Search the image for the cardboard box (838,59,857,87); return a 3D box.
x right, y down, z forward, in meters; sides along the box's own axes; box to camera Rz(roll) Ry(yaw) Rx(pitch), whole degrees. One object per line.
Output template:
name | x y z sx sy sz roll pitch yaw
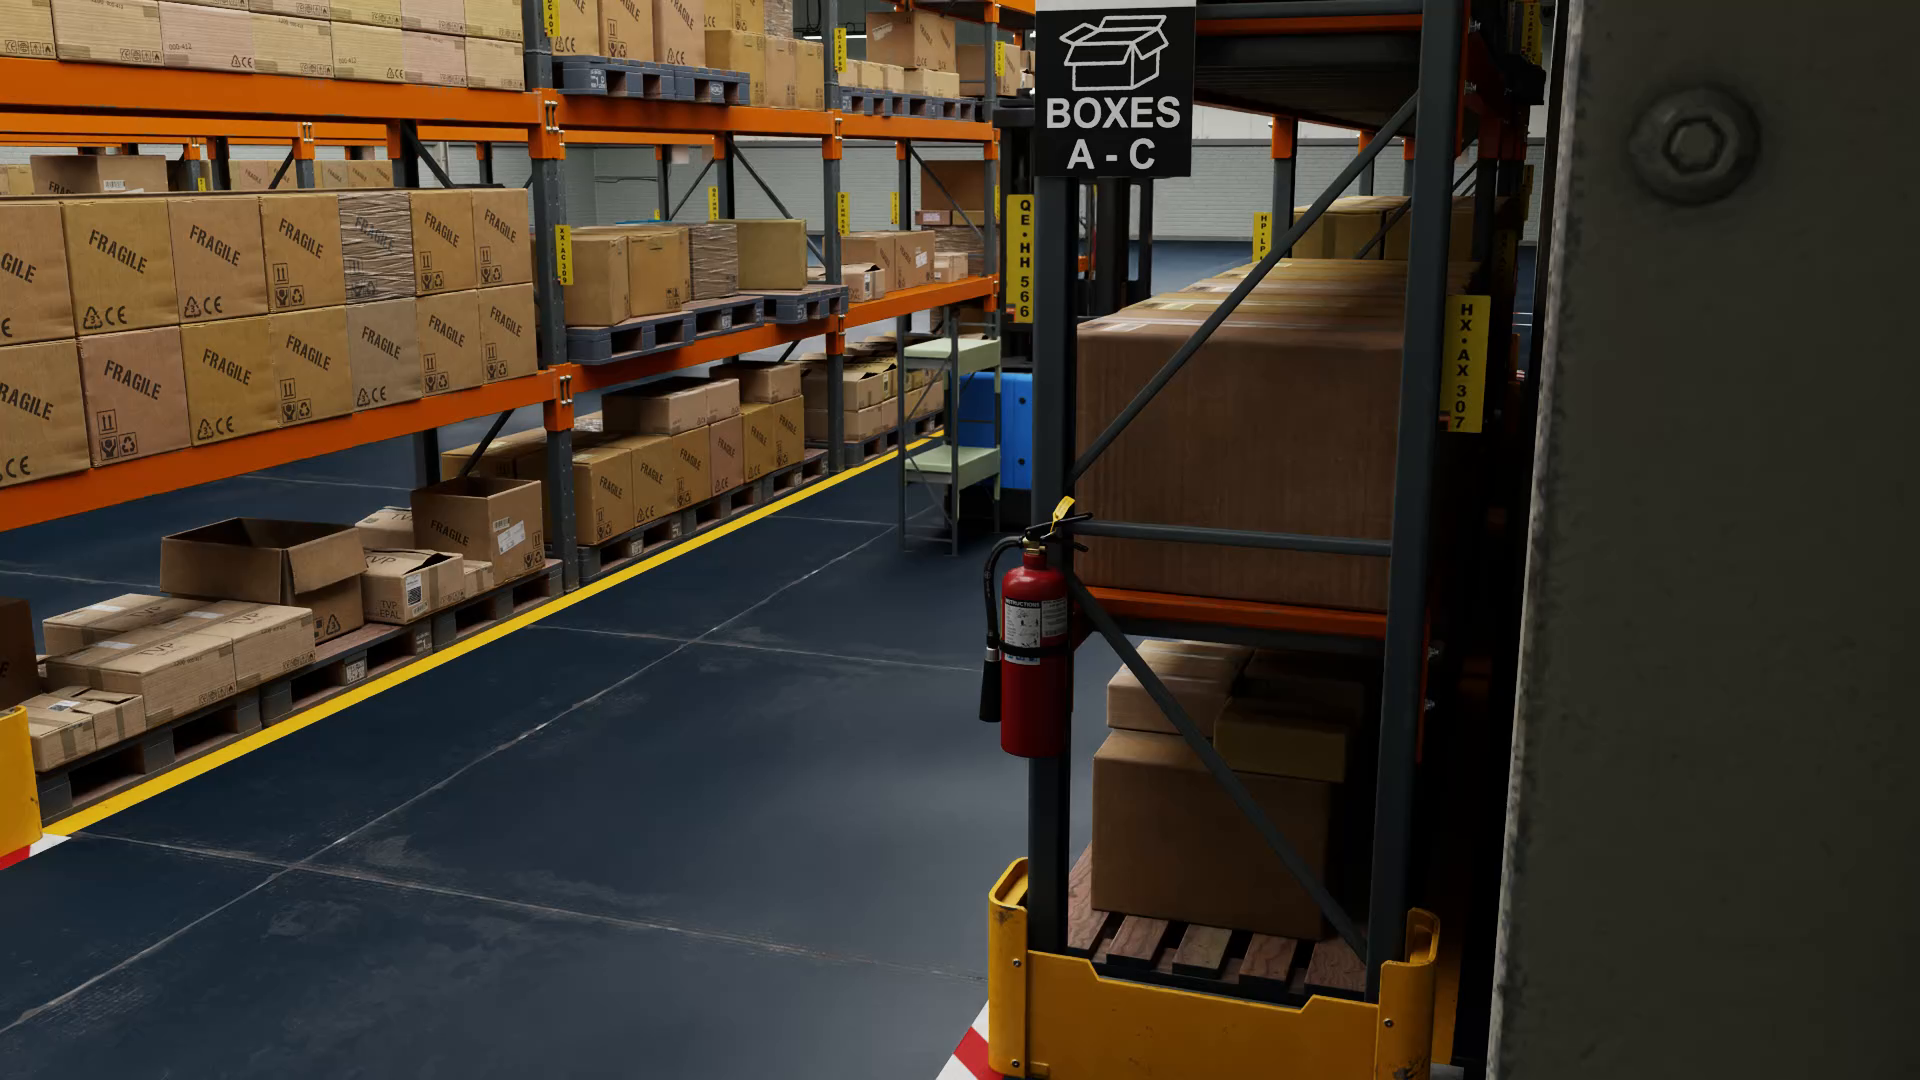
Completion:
cardboard box | -1.177 -3.845 13.745 0.500 0.250 0.500 5 14 20

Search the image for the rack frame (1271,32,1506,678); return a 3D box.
rack frame | 1.971 -0.842 7.934 1.000 3.000 0.127 4 14 18

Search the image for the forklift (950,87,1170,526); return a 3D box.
forklift | 0.928 -1.777 12.187 1.130 2.935 3.031 5 14 22

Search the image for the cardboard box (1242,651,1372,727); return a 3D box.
cardboard box | 1.121 0.478 5.370 0.380 0.149 0.250 4 14 19

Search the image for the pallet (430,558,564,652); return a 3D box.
pallet | -2.940 0.307 9.170 1.003 0.211 1.213 4 14 18

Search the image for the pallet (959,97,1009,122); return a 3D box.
pallet | 0.123 -4.483 17.344 1.003 0.211 1.213 4 14 18

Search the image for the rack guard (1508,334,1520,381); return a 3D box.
rack guard | 5.829 -2.134 19.212 1.175 0.500 0.348 4 14 18

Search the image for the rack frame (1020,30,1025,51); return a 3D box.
rack frame | 1.166 -6.649 19.896 1.000 3.000 0.127 4 14 18

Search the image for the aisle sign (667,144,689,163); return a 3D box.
aisle sign | -3.774 -5.385 21.999 0.394 0.787 0.004 4 14 18

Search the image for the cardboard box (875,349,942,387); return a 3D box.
cardboard box | -0.481 -1.593 15.202 0.500 0.311 0.500 4 14 18

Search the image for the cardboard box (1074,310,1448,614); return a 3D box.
cardboard box | 0.833 -0.254 4.684 0.980 0.700 0.700 5 14 21

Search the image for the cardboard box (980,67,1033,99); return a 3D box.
cardboard box | 0.459 -4.775 17.367 0.500 0.311 0.500 4 13 15

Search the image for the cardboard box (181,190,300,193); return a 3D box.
cardboard box | -3.469 -1.438 8.075 0.500 0.500 0.500 4 13 17

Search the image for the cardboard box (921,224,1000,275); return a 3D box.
cardboard box | 0.009 -3.024 17.273 0.700 0.500 0.500 4 13 17

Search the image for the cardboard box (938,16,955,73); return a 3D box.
cardboard box | -0.366 -4.714 15.869 0.500 0.500 0.500 5 14 19

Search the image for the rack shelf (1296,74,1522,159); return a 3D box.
rack shelf | 2.618 -2.374 9.525 1.077 0.370 4.000 4 14 18

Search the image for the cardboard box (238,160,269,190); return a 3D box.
cardboard box | -8.954 -4.459 20.643 0.500 0.500 0.500 4 14 18

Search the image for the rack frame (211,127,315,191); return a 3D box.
rack frame | -6.109 -2.397 14.749 1.000 3.000 0.127 4 14 18

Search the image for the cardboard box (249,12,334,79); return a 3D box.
cardboard box | -3.115 -2.150 7.262 0.500 0.250 0.500 4 14 18

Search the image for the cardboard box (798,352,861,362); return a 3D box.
cardboard box | -1.158 -1.521 14.887 0.500 0.311 0.500 4 14 18

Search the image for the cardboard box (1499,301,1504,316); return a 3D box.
cardboard box | 3.362 -1.769 11.059 0.500 0.500 0.500 4 14 19

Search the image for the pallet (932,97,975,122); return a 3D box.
pallet | -0.402 -4.064 15.743 0.805 0.209 1.217 4 13 16

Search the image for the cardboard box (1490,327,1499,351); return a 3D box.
cardboard box | 3.134 -1.265 10.308 0.380 0.149 0.250 4 13 17

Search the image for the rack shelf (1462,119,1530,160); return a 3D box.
rack shelf | 5.207 -4.059 16.905 1.077 0.370 4.000 4 14 18

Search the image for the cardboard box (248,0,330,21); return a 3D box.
cardboard box | -3.109 -2.393 7.205 0.500 0.250 0.500 4 14 18

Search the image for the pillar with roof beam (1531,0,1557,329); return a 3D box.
pillar with roof beam | 4.314 -7.657 24.311 9.100 9.000 0.400 4 14 18

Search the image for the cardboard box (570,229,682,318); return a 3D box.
cardboard box | -2.190 -1.684 10.456 0.700 0.500 0.500 7 15 27

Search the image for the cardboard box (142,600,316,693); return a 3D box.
cardboard box | -3.243 0.466 7.395 0.500 0.250 0.500 4 14 18

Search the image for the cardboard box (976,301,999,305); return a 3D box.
cardboard box | 0.472 -2.293 17.842 0.500 0.500 0.500 4 14 18

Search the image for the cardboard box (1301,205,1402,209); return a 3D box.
cardboard box | 2.055 -1.634 8.784 0.500 0.250 0.500 5 14 20

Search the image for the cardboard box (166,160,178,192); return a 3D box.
cardboard box | -9.616 -4.392 20.348 0.500 0.500 0.500 4 14 18

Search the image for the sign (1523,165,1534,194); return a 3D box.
sign | 6.373 -4.043 18.646 0.100 0.325 0.005 4 14 18

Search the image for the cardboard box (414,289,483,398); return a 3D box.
cardboard box | -2.801 -1.014 8.464 0.500 0.500 0.500 5 14 20

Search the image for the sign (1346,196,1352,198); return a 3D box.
sign | 2.749 -2.247 11.667 0.100 0.325 0.005 4 14 18

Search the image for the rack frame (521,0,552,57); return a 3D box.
rack frame | -2.717 -4.122 8.826 1.000 3.000 0.127 4 14 18

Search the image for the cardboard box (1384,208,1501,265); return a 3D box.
cardboard box | 2.367 -1.489 8.146 0.500 0.250 0.500 5 14 20

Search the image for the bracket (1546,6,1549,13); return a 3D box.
bracket | 14.849 -13.550 42.044 0.076 0.066 4.783 4 14 18

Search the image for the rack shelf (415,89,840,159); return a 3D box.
rack shelf | -2.070 -2.730 11.085 1.077 0.370 4.000 4 14 18

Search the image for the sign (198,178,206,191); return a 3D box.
sign | -8.975 -4.121 19.701 0.100 0.325 0.005 4 14 18

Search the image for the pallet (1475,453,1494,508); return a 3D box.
pallet | 3.520 -0.489 12.655 1.003 0.211 1.213 4 14 18

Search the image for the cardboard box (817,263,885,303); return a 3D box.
cardboard box | -0.950 -2.171 13.957 0.500 0.311 0.500 4 14 18

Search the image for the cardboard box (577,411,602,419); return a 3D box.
cardboard box | -2.336 -0.634 11.654 0.500 0.500 0.500 4 13 16

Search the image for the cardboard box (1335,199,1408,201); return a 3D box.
cardboard box | 2.544 -1.957 10.198 0.500 0.250 0.500 4 14 19

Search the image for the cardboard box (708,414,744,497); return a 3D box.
cardboard box | -1.835 -0.602 11.512 0.500 0.500 0.500 4 13 16

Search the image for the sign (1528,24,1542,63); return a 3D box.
sign | 5.086 -4.393 14.707 0.100 0.325 0.005 4 14 18

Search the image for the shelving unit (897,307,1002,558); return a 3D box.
shelving unit | -0.060 -0.712 10.735 0.431 1.500 0.755 5 14 22

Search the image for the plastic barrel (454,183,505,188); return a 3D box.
plastic barrel | -5.226 -3.424 18.123 0.600 0.901 0.708 4 14 18

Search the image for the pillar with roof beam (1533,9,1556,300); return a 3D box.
pillar with roof beam | 6.255 -8.920 29.846 9.100 9.000 0.400 4 14 18

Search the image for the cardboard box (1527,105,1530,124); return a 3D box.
cardboard box | 5.645 -4.570 17.259 0.500 0.500 0.500 4 13 16

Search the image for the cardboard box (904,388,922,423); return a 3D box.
cardboard box | -0.651 -1.209 14.778 0.500 0.250 0.500 4 13 17

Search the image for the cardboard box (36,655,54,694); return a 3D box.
cardboard box | -3.852 0.601 6.994 0.380 0.166 0.250 4 14 18

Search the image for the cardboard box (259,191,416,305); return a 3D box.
cardboard box | -2.962 -1.394 7.885 0.500 0.500 0.500 4 14 19

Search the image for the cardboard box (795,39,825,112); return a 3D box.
cardboard box | -1.532 -3.457 12.425 0.910 0.500 0.500 4 14 18

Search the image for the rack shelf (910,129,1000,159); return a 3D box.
rack shelf | 0.518 -4.415 18.464 1.077 0.370 4.000 4 14 18

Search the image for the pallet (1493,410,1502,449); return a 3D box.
pallet | 4.309 -1.002 14.906 1.003 0.211 1.213 4 14 18
